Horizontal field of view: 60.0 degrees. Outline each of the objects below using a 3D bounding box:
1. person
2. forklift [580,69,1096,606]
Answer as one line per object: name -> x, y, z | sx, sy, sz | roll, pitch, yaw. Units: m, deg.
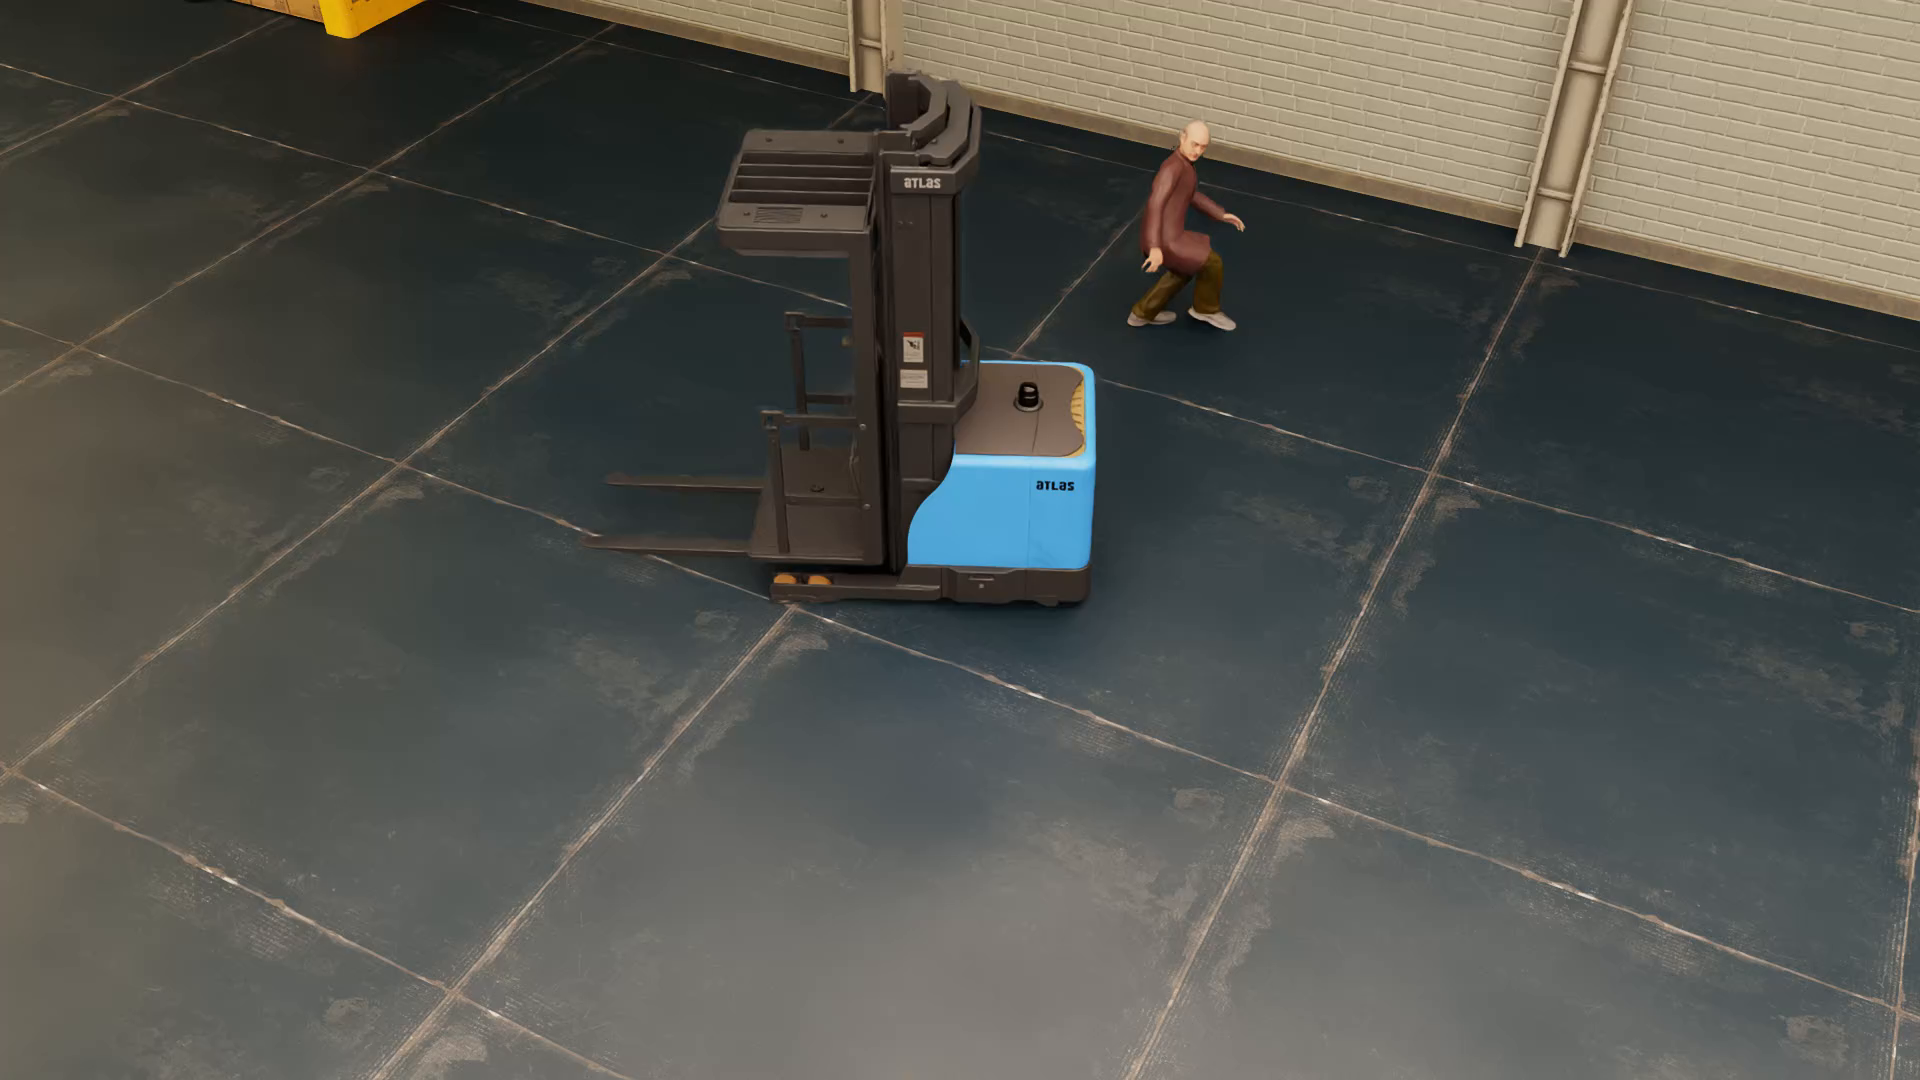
person -> 1.603, -2.100, 11.548 | 0.818, 1.590, 0.806 | -3, 40, -4
forklift -> -0.729, -1.087, 9.277 | 3.031, 2.935, 1.130 | 2, 40, 2
